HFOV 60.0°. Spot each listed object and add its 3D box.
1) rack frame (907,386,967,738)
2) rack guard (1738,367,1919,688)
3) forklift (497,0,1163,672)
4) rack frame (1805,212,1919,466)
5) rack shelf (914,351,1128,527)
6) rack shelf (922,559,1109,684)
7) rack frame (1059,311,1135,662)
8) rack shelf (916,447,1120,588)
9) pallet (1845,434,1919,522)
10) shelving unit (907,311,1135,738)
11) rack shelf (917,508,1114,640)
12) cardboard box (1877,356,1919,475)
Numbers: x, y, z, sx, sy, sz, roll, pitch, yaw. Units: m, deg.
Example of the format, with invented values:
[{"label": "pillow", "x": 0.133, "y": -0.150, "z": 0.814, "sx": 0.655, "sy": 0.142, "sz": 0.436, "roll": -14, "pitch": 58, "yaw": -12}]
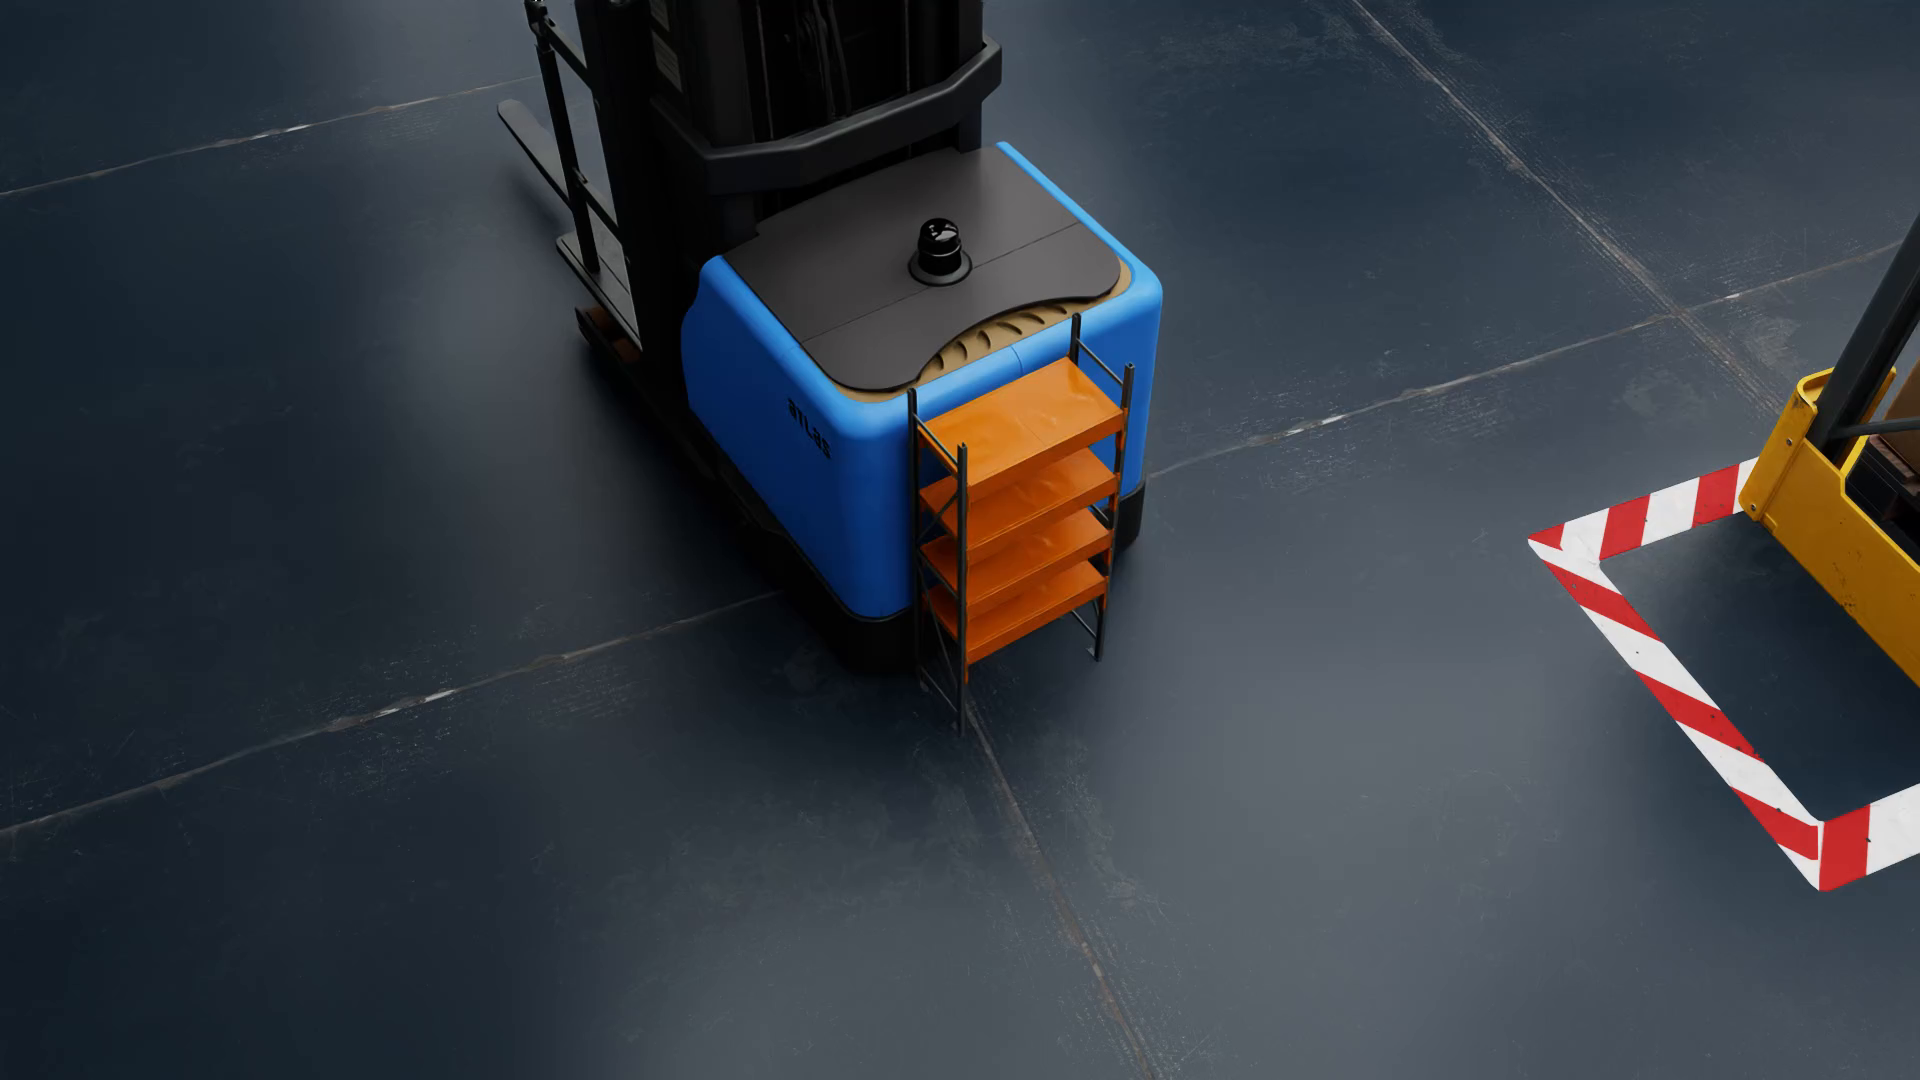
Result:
[{"label": "rack frame", "x": -0.056, "y": 0.100, "z": 4.373, "sx": 0.015, "sy": 1.200, "sz": 0.240, "roll": -27, "pitch": 55, "yaw": -21}, {"label": "rack guard", "x": 2.867, "y": 0.053, "z": 4.875, "sx": 0.348, "sy": 0.500, "sz": 1.175, "roll": -17, "pitch": 52, "yaw": -14}, {"label": "forklift", "x": -0.669, "y": -1.670, "z": 4.752, "sx": 1.130, "sy": 2.935, "sz": 3.031, "roll": -27, "pitch": 54, "yaw": -21}, {"label": "rack frame", "x": 2.797, "y": -0.740, "z": 3.908, "sx": 0.127, "sy": 3.000, "sz": 1.000, "roll": -17, "pitch": 52, "yaw": -14}, {"label": "rack shelf", "x": 0.148, "y": -0.257, "z": 4.161, "sx": 0.480, "sy": 0.148, "sz": 0.258, "roll": -27, "pitch": 55, "yaw": -21}, {"label": "rack shelf", "x": 0.147, "y": 0.170, "z": 4.663, "sx": 0.480, "sy": 0.148, "sz": 0.258, "roll": -27, "pitch": 55, "yaw": -21}, {"label": "rack frame", "x": 0.351, "y": -0.105, "z": 4.548, "sx": 0.015, "sy": 1.200, "sz": 0.240, "roll": -27, "pitch": 55, "yaw": -21}, {"label": "rack shelf", "x": 0.148, "y": -0.104, "z": 4.341, "sx": 0.480, "sy": 0.148, "sz": 0.258, "roll": -27, "pitch": 55, "yaw": -21}, {"label": "pallet", "x": 3.605, "y": -0.082, "z": 5.182, "sx": 1.213, "sy": 0.211, "sz": 1.003, "roll": -17, "pitch": 52, "yaw": -14}, {"label": "shelving unit", "x": 0.147, "y": -0.002, "z": 4.460, "sx": 0.503, "sy": 1.200, "sz": 0.258, "roll": -27, "pitch": 55, "yaw": -21}, {"label": "rack shelf", "x": 0.147, "y": 0.041, "z": 4.512, "sx": 0.480, "sy": 0.148, "sz": 0.258, "roll": -27, "pitch": 55, "yaw": -21}, {"label": "cardboard box", "x": 3.207, "y": -0.397, "z": 4.972, "sx": 0.500, "sy": 0.500, "sz": 0.500, "roll": -17, "pitch": 52, "yaw": -14}]
